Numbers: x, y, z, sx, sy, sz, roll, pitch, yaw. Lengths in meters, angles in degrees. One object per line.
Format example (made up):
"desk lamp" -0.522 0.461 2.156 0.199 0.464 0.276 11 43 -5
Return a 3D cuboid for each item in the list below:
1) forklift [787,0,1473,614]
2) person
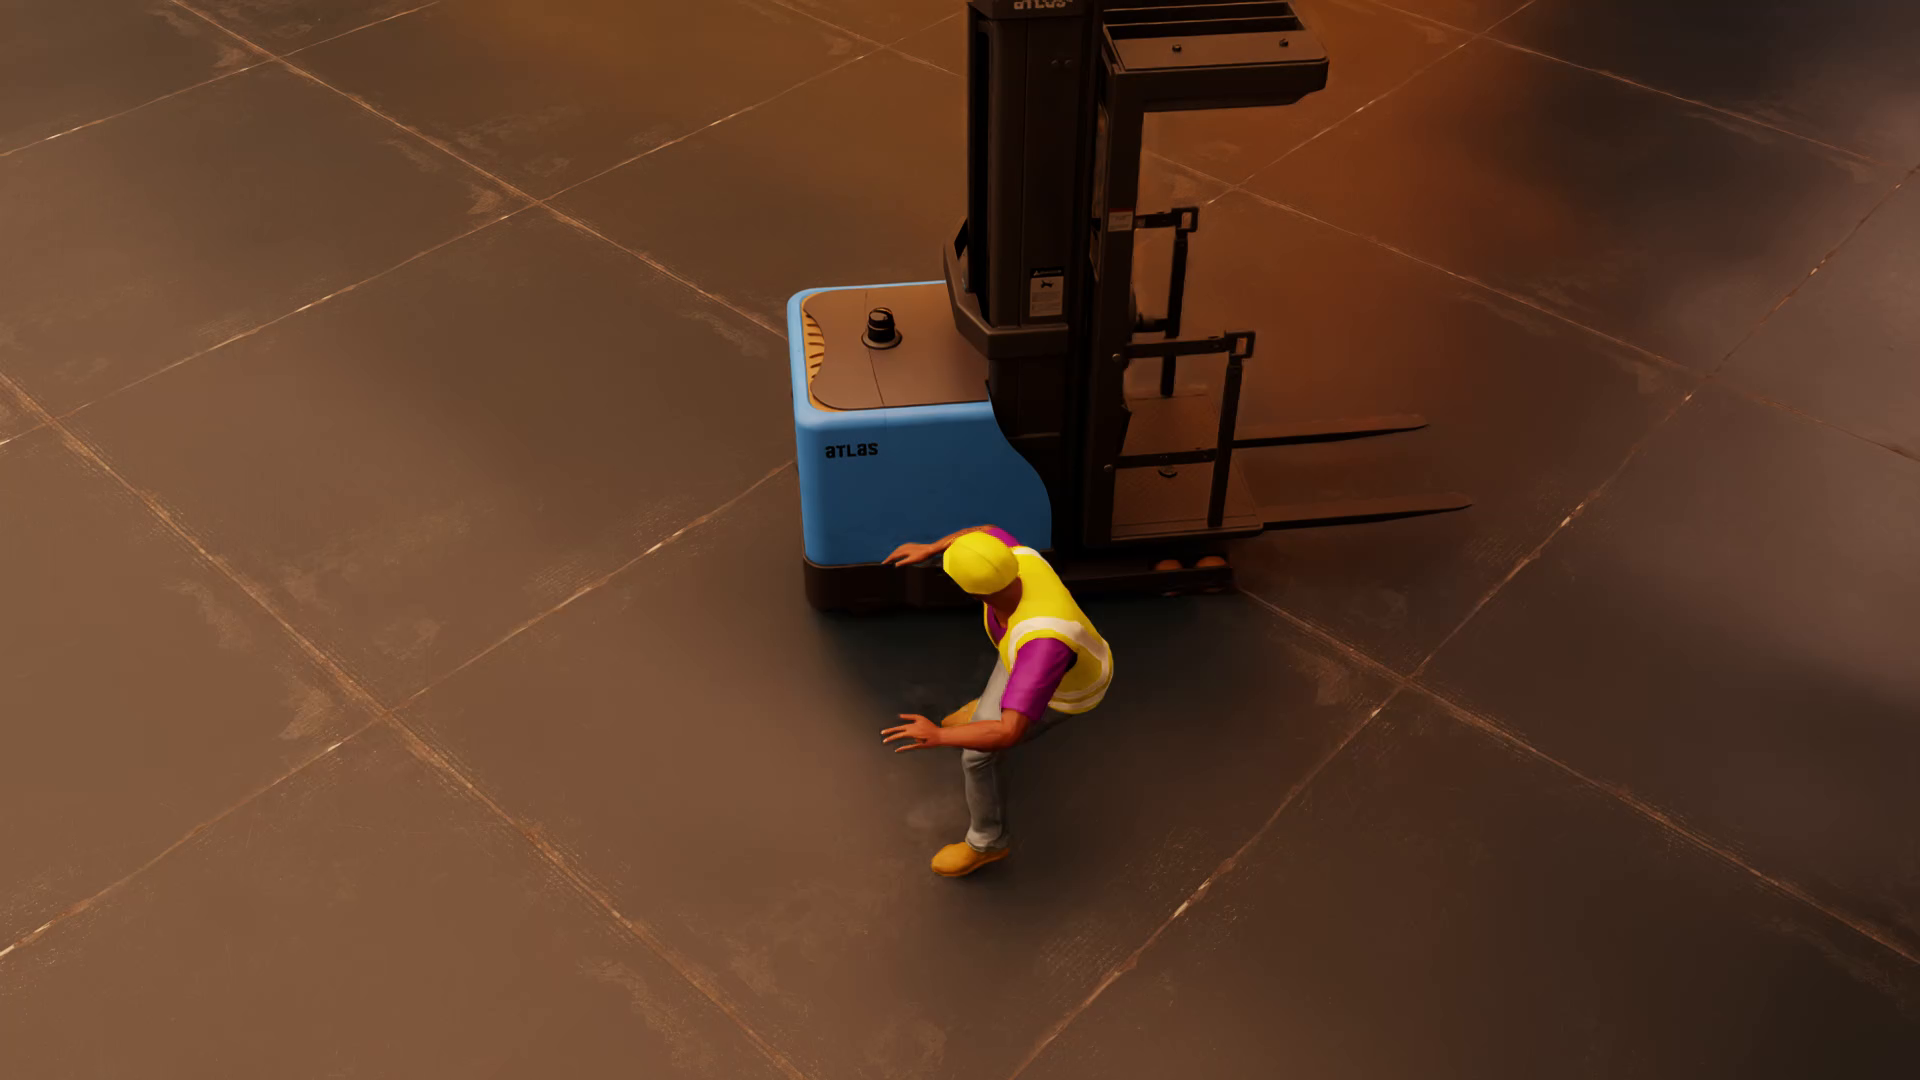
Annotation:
"forklift" 0.781 -1.204 6.831 3.031 2.935 1.130 -4 41 -5
"person" 0.011 0.503 5.933 1.039 1.531 1.012 -32 50 -32
